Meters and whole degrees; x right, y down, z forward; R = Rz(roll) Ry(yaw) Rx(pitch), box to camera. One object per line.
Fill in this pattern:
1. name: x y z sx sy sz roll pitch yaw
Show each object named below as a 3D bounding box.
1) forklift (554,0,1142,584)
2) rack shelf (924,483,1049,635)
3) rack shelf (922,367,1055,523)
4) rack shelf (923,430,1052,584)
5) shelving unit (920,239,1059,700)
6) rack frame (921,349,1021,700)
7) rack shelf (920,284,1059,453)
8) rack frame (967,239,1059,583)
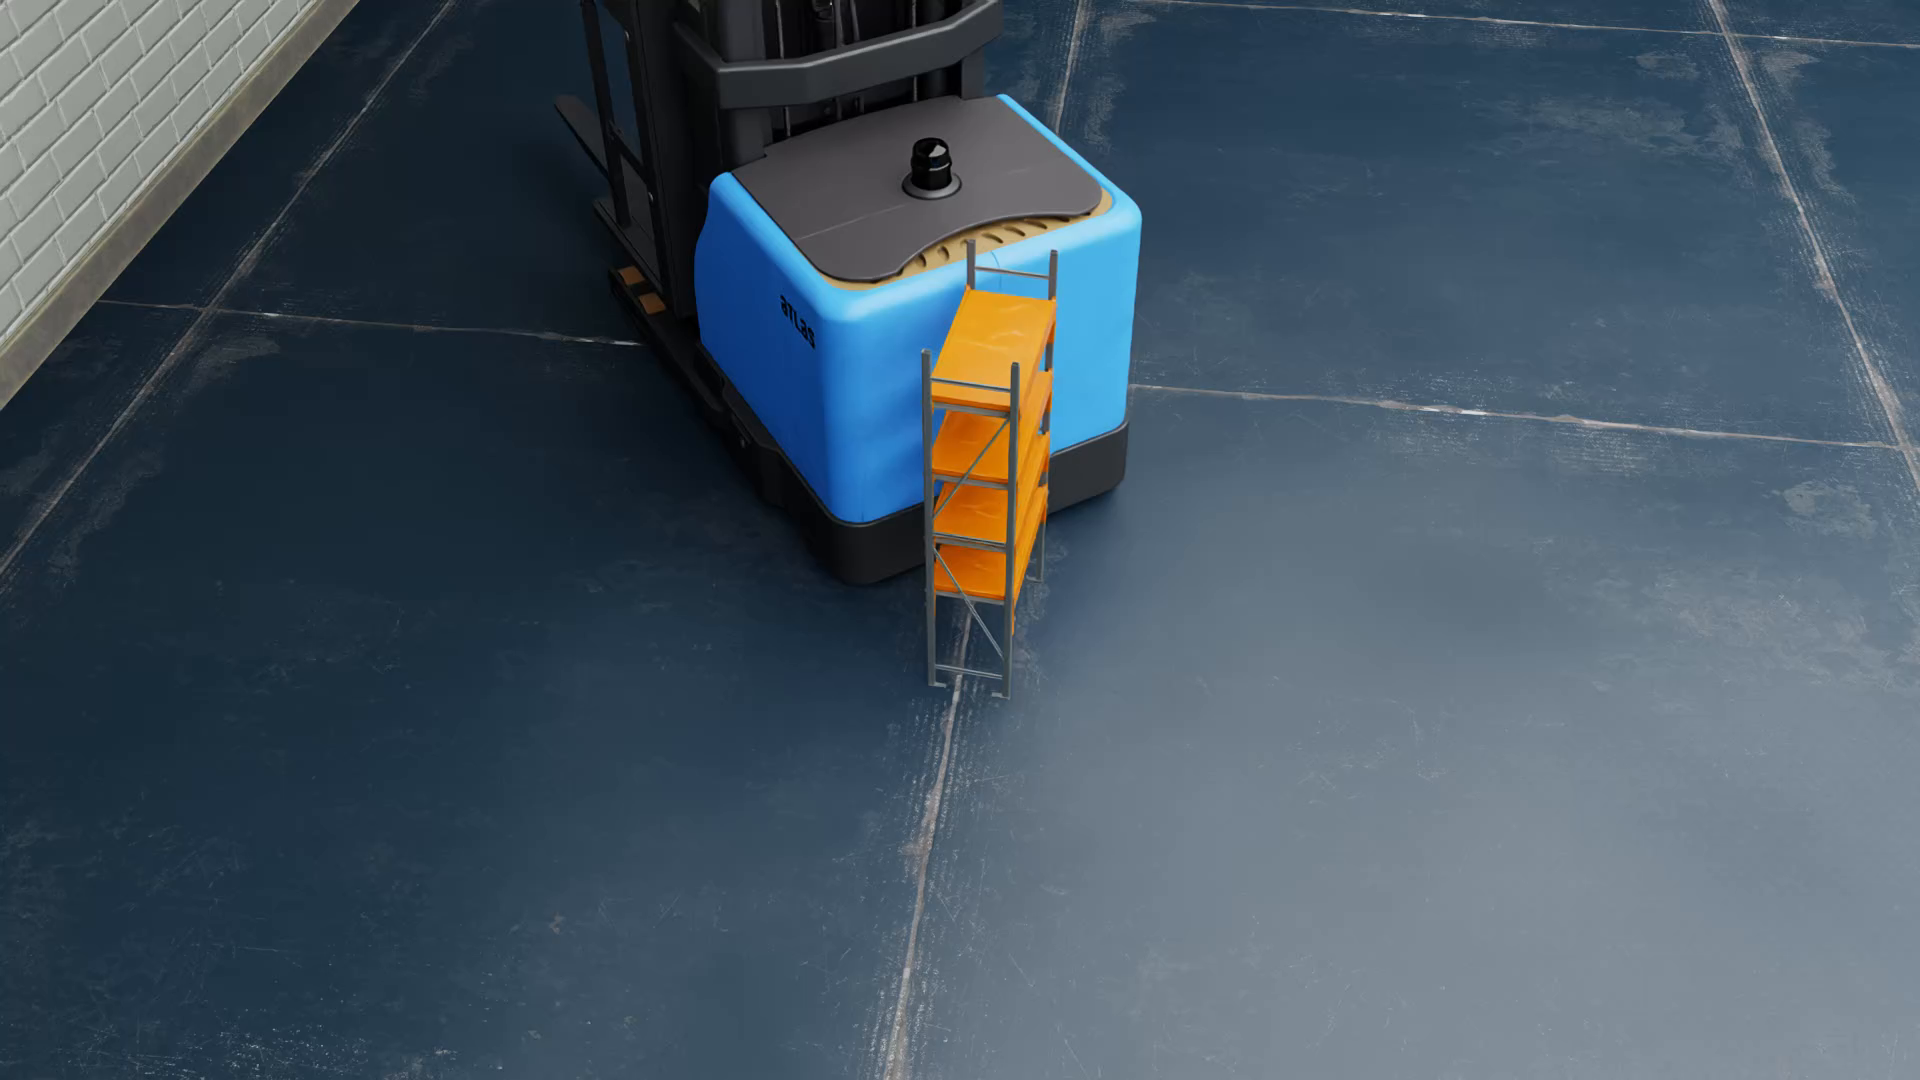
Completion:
1. forklift: -0.633 -1.934 5.161 1.130 2.935 3.031 -21 47 -21
2. rack shelf: 0.081 0.030 4.733 0.258 0.148 0.480 9 44 10
3. rack shelf: 0.081 -0.277 4.442 0.258 0.148 0.480 9 44 10
4. rack shelf: 0.081 -0.115 4.596 0.258 0.148 0.480 9 44 10
5. shelving unit: 0.081 -0.163 4.550 0.258 1.200 0.503 9 44 10
6. rack frame: 0.026 0.000 4.377 0.240 1.200 0.015 9 44 10
7. rack shelf: 0.081 -0.449 4.280 0.258 0.148 0.480 9 44 10
8. rack frame: 0.137 -0.327 4.723 0.240 1.200 0.015 9 44 10
